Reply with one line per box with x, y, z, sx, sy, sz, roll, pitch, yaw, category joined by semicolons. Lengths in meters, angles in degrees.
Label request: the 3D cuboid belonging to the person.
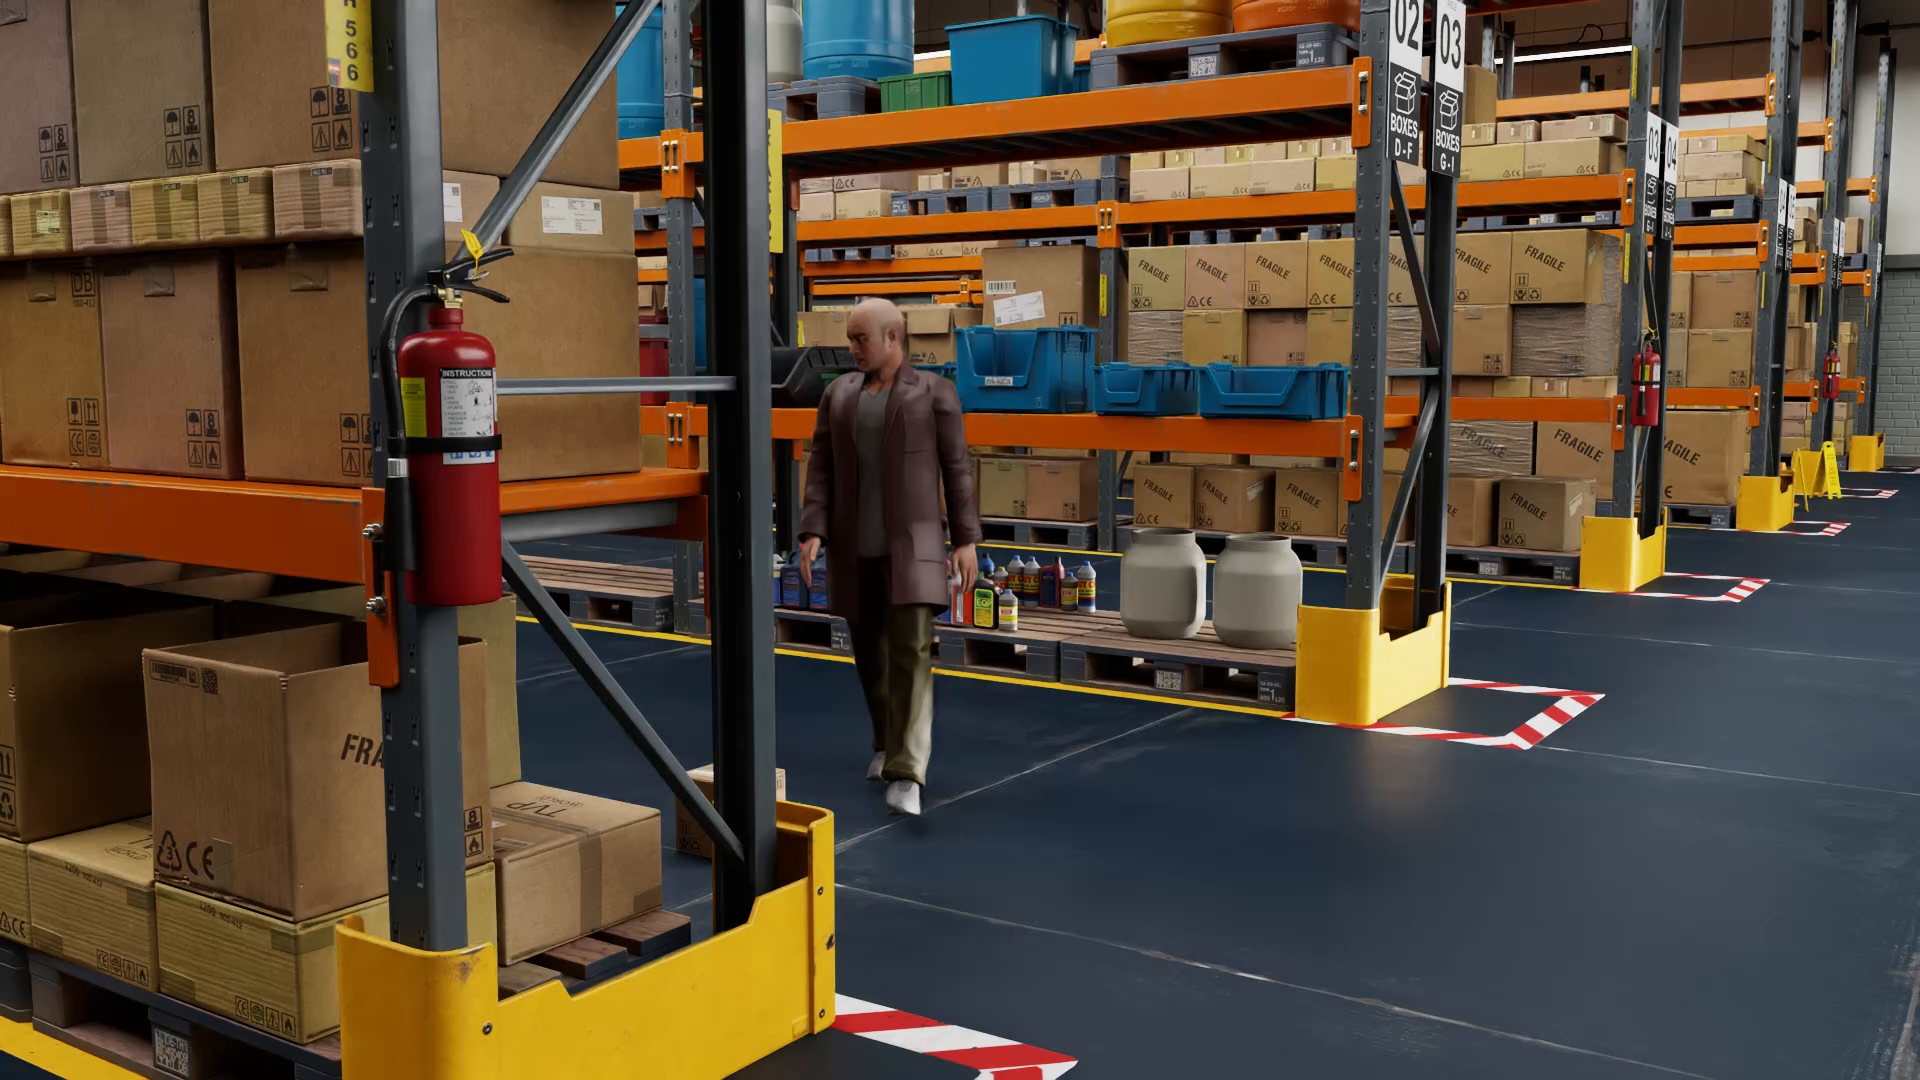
-0.292;0.034;5.820;0.626;1.753;0.893;2;7;22;person
